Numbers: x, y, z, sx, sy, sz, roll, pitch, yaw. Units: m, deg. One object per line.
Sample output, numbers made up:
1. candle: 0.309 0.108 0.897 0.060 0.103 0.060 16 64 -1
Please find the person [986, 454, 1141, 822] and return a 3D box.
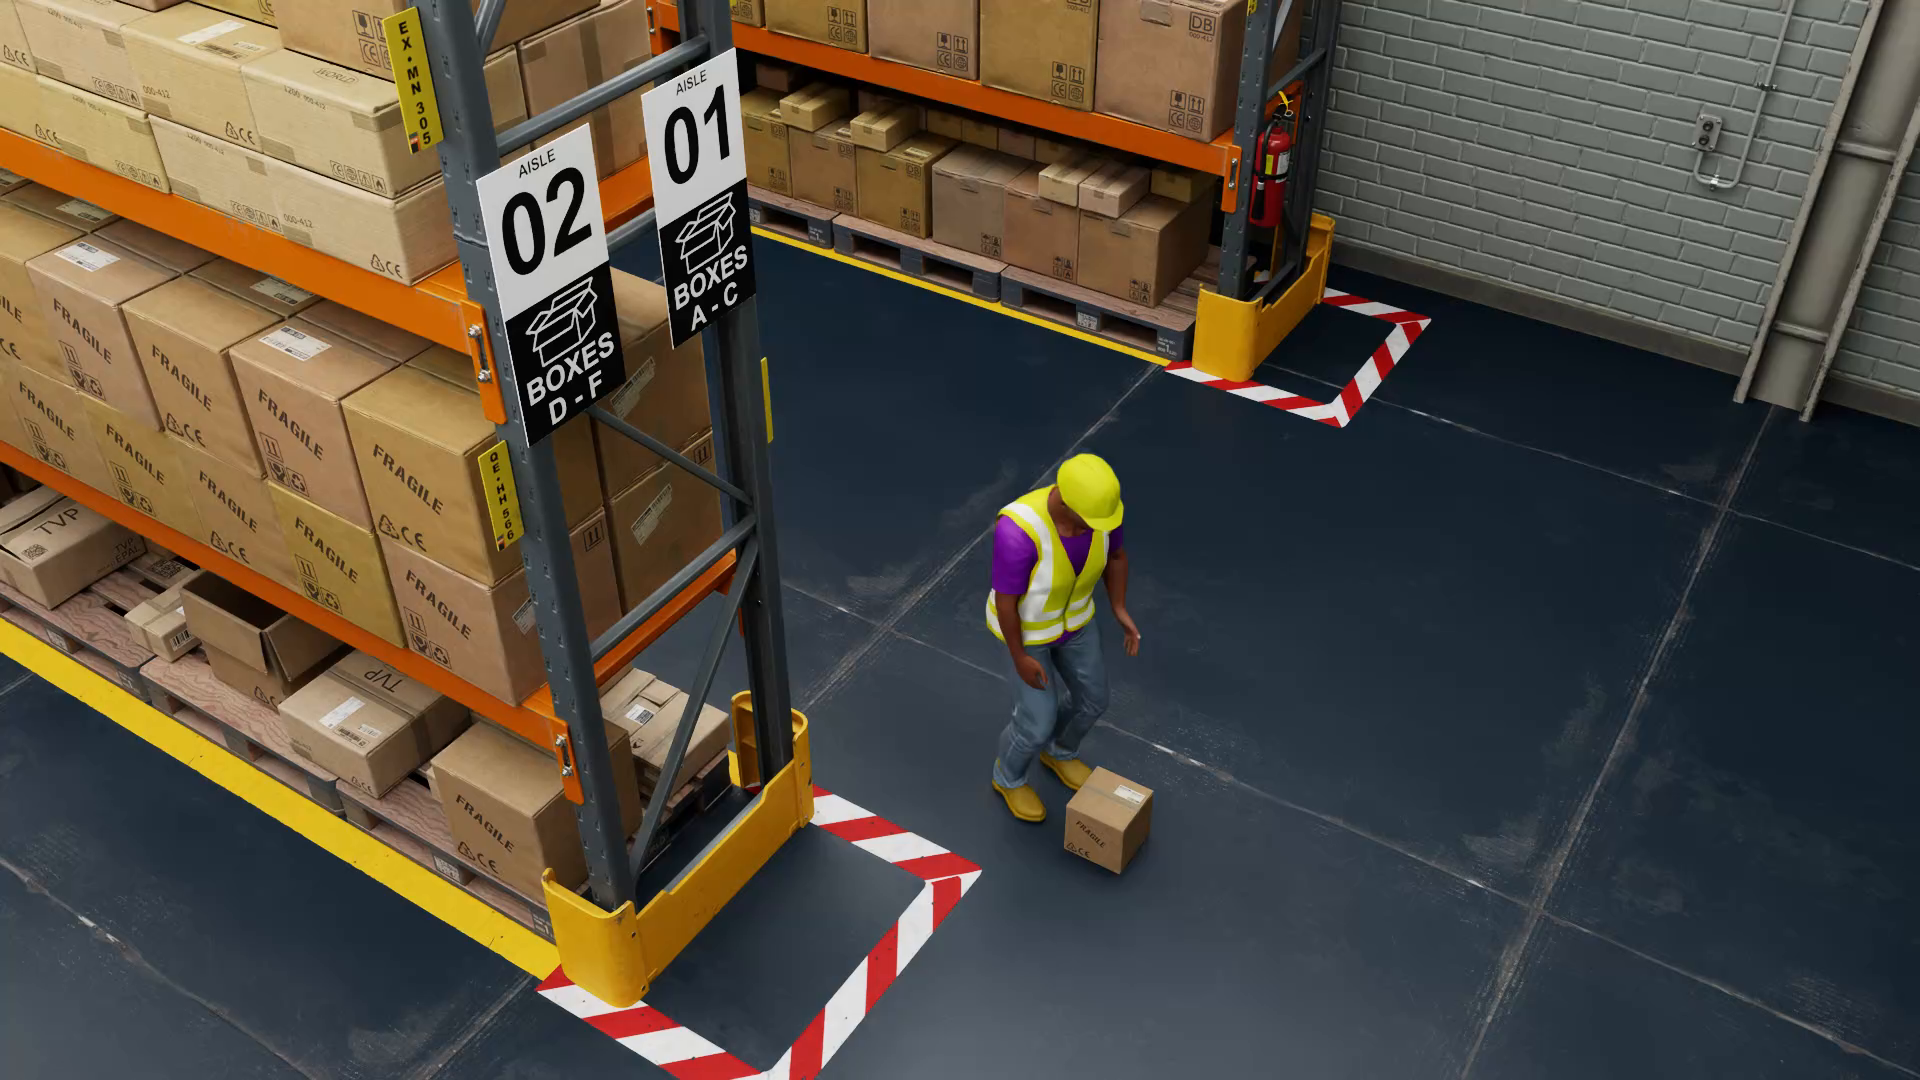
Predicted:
1. person: 0.381 0.334 6.295 0.599 1.696 0.491 -24 44 -27
